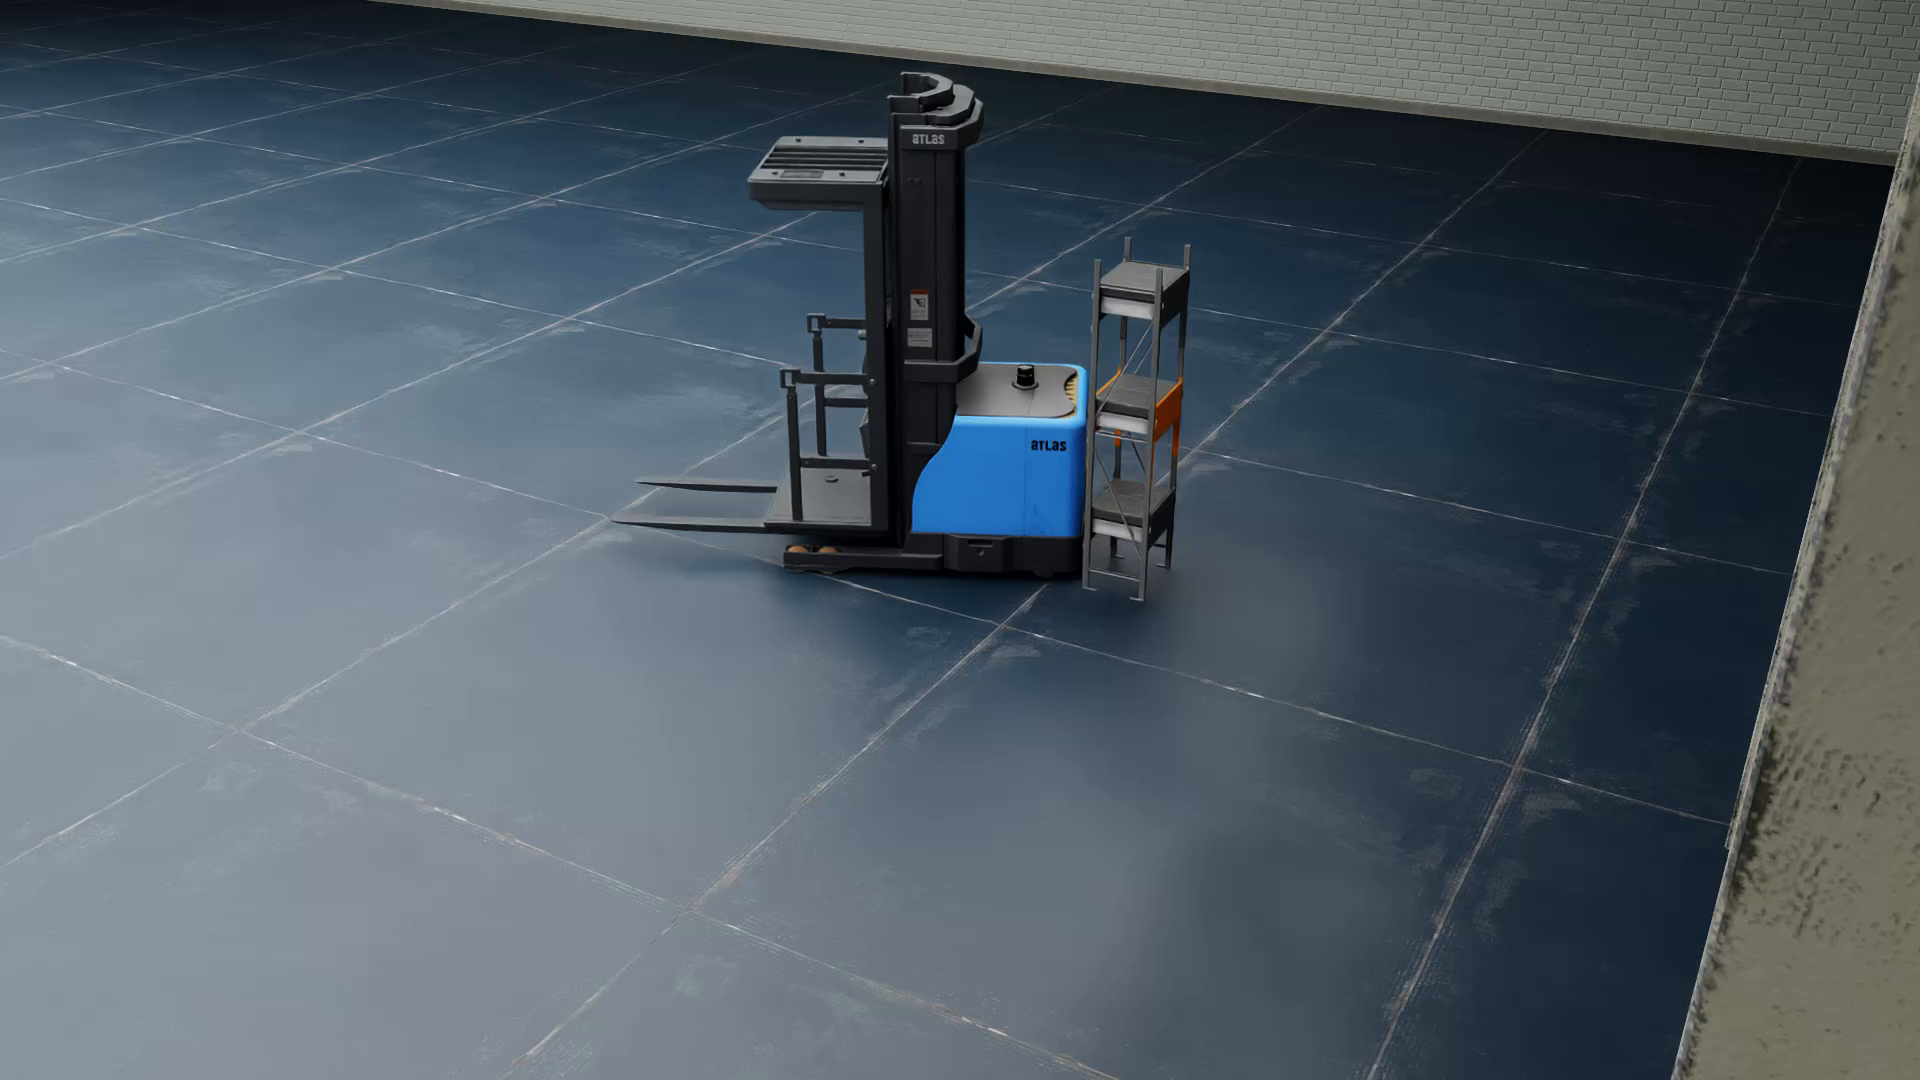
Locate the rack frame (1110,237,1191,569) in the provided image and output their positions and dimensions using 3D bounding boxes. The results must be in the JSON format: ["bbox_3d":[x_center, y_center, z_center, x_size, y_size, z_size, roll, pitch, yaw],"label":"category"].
[{"bbox_3d":[1.150,-0.798,10.138,0.400,2.100,0.015,12,29,23],"label":"rack frame"}]

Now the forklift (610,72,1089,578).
[{"bbox_3d":[-0.706,-1.329,10.270,3.031,2.935,1.130,2,27,4],"label":"forklift"}]

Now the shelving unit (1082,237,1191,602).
[{"bbox_3d":[1.046,-0.699,9.940,0.431,2.100,0.503,12,29,23],"label":"shelving unit"}]

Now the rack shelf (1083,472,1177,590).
[{"bbox_3d":[1.046,-0.061,10.260,0.431,0.518,0.480,12,29,23],"label":"rack shelf"}]

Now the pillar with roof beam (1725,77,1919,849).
[{"bbox_3d":[0.138,-3.544,7.916,9.100,9.000,0.400,14,30,26],"label":"pillar with roof beam"}]

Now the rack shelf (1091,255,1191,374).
[{"bbox_3d":[1.046,-1.313,9.633,0.431,0.518,0.480,12,29,23],"label":"rack shelf"}]

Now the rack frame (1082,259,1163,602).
[{"bbox_3d":[0.941,-0.600,9.743,0.400,2.100,0.015,12,29,23],"label":"rack frame"}]

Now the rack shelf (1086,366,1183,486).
[{"bbox_3d":[1.046,-0.687,9.947,0.431,0.518,0.480,12,29,23],"label":"rack shelf"}]

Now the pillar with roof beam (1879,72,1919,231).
[{"bbox_3d":[6.042,-8.220,17.258,9.100,9.000,0.400,14,30,26],"label":"pillar with roof beam"}]

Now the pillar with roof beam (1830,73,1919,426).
[{"bbox_3d":[3.090,-5.882,12.587,9.100,9.000,0.400,14,30,26],"label":"pillar with roof beam"}]
